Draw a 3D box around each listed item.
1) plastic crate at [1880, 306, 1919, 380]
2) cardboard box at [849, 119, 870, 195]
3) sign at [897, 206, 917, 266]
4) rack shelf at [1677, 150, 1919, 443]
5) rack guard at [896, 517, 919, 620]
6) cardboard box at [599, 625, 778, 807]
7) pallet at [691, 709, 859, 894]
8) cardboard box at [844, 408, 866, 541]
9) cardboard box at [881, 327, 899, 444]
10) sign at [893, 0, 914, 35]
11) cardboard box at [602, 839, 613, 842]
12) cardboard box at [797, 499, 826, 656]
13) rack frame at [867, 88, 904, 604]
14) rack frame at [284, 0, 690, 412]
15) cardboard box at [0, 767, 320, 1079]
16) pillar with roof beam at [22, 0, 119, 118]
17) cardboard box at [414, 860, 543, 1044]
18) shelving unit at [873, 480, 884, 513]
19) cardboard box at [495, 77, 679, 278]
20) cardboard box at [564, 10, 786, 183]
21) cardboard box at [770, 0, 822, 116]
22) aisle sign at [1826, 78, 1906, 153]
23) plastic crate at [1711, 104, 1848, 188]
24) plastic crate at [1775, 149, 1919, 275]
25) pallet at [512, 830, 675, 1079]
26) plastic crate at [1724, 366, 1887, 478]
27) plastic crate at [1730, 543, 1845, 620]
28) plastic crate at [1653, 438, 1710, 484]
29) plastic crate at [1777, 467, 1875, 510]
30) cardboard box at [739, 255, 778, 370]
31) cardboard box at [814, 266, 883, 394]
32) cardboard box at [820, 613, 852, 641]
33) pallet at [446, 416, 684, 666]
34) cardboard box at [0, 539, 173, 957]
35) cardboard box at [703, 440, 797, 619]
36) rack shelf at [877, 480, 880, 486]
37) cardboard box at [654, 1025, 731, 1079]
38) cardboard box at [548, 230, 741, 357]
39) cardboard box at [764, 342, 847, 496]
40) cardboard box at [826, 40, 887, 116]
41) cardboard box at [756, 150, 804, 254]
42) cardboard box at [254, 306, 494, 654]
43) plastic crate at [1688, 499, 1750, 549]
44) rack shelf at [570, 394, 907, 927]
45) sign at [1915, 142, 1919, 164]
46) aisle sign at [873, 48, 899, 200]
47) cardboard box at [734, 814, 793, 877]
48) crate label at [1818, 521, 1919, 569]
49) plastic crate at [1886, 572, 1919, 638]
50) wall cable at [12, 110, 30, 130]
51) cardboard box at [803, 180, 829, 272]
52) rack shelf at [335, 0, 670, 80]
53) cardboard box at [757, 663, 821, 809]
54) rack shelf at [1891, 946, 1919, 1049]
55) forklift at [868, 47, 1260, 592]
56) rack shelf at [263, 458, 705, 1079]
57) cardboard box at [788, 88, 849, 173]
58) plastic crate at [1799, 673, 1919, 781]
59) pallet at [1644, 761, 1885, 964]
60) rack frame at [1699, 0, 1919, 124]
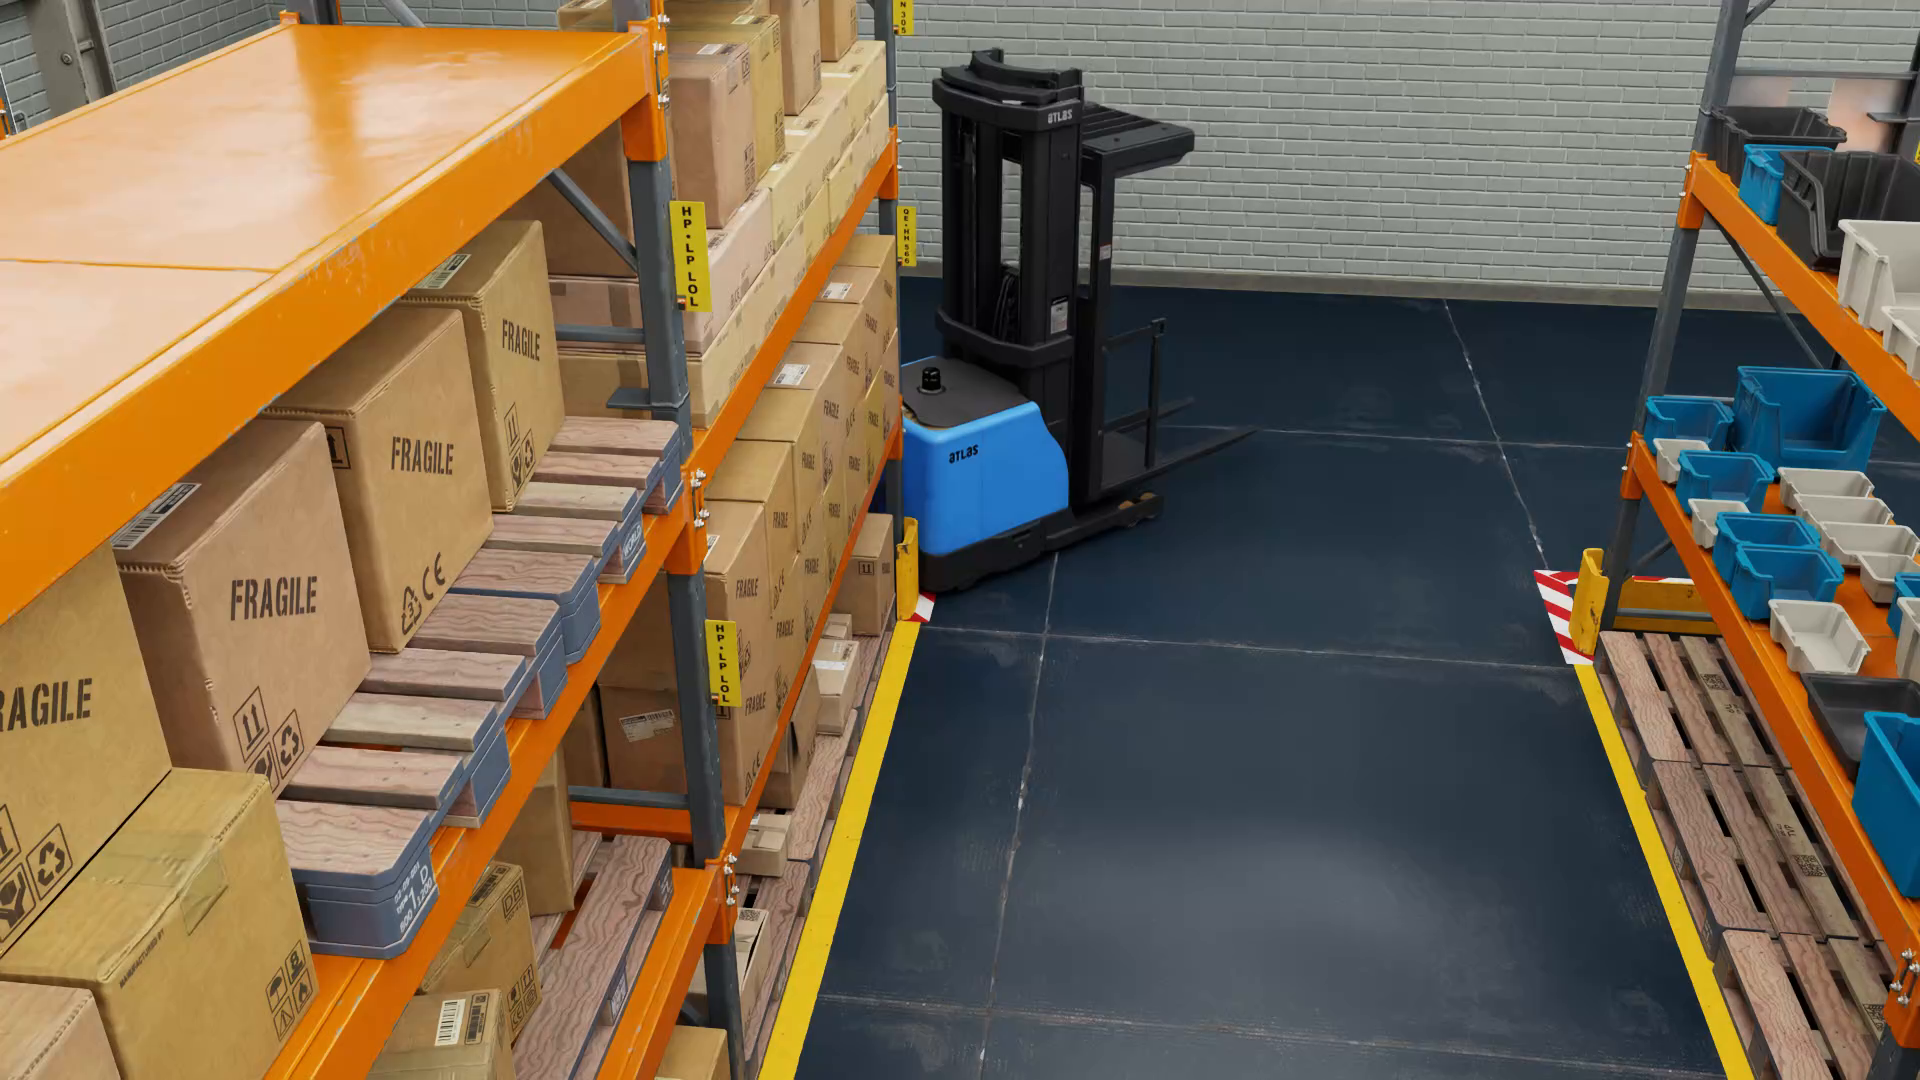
[{"bbox_3d":[3.373,-0.653,5.707,0.293,0.136,0.466,3,28,6],"label":"plastic crate"},{"bbox_3d":[-0.704,-1.763,7.648,0.500,0.250,0.500,3,28,6],"label":"cardboard box"},{"bbox_3d":[-0.282,-1.608,8.810,0.100,0.325,0.005,3,28,6],"label":"sign"},{"bbox_3d":[3.840,-0.773,6.411,1.077,0.370,4.000,3,28,6],"label":"rack shelf"},{"bbox_3d":[-0.840,0.136,9.763,1.175,0.500,0.348,3,28,6],"label":"rack guard"},{"bbox_3d":[-0.988,0.614,6.134,0.500,0.500,0.500,4,29,8],"label":"cardboard box"},{"bbox_3d":[-1.089,1.211,8.072,1.003,0.211,1.213,3,28,6],"label":"pallet"},{"bbox_3d":[-0.742,-0.339,7.903,0.500,0.500,0.500,4,29,7],"label":"cardboard box"},{"bbox_3d":[-0.615,-0.818,8.792,0.500,0.500,0.500,4,29,8],"label":"cardboard box"},{"bbox_3d":[-0.282,-2.669,8.238,0.100,0.325,0.005,3,28,6],"label":"sign"},{"bbox_3d":[-1.532,1.505,6.758,0.500,0.500,0.500,3,28,6],"label":"cardboard box"},{"bbox_3d":[-0.865,0.138,7.018,0.500,0.500,0.500,3,28,6],"label":"cardboard box"},{"bbox_3d":[-0.831,-1.000,9.236,1.000,3.000,0.127,3,28,6],"label":"rack frame"},{"bbox_3d":[-1.321,-1.759,4.319,1.000,3.000,0.127,3,28,6],"label":"rack frame"},{"bbox_3d":[-1.665,0.709,2.796,0.910,0.500,0.500,3,28,6],"label":"cardboard box"},{"bbox_3d":[-2.002,-4.999,10.333,9.100,9.000,0.400,3,28,6],"label":"pillar with roof beam"},{"bbox_3d":[-1.622,1.191,4.621,0.700,0.500,0.500,8,29,14],"label":"cardboard box"},{"bbox_3d":[-0.982,-0.479,9.863,1.048,1.500,0.538,15,35,20],"label":"shelving unit"},{"bbox_3d":[-1.299,-1.153,5.198,0.700,0.500,0.500,3,28,6],"label":"cardboard box"},{"bbox_3d":[-1.042,-1.616,6.057,0.700,0.500,0.500,3,28,6],"label":"cardboard box"},{"bbox_3d":[-0.977,-2.090,6.937,0.700,0.500,0.500,3,28,6],"label":"cardboard box"},{"bbox_3d":[4.385,-1.872,8.114,0.394,0.787,0.004,3,28,6],"label":"aisle sign"},{"bbox_3d":[3.761,-1.809,7.712,0.497,0.269,0.590,3,28,6],"label":"plastic crate"},{"bbox_3d":[3.625,-1.301,6.697,0.504,0.338,0.767,3,28,6],"label":"plastic crate"},{"bbox_3d":[-1.527,1.337,5.101,1.003,0.211,1.213,3,28,6],"label":"pallet"},{"bbox_3d":[4.229,-0.584,8.364,0.616,0.435,0.499,3,28,6],"label":"plastic crate"},{"bbox_3d":[3.530,0.195,7.131,0.416,0.233,0.300,3,28,6],"label":"plastic crate"},{"bbox_3d":[3.607,-0.378,8.296,0.250,0.136,0.298,3,28,6],"label":"plastic crate"},{"bbox_3d":[4.165,-0.227,8.015,0.396,0.136,0.243,3,28,6],"label":"plastic crate"},{"bbox_3d":[-0.950,-0.822,5.900,0.500,0.250,0.500,3,28,6],"label":"cardboard box"},{"bbox_3d":[-0.673,-1.021,8.116,0.500,0.500,0.500,4,29,8],"label":"cardboard box"},{"bbox_3d":[-0.792,0.509,8.958,0.380,0.166,0.250,3,28,6],"label":"cardboard box"},{"bbox_3d":[-1.470,-0.052,4.512,1.213,0.211,1.003,3,28,6],"label":"pallet"},{"bbox_3d":[-1.626,0.275,2.546,0.500,0.500,0.500,3,28,6],"label":"cardboard box"},{"bbox_3d":[-0.921,-0.050,6.313,0.500,0.500,0.500,2,28,5],"label":"cardboard box"},{"bbox_3d":[-0.984,-0.328,9.961,1.000,0.185,0.538,15,35,20],"label":"rack shelf"},{"bbox_3d":[-1.097,2.038,5.768,0.500,0.500,0.500,3,28,6],"label":"cardboard box"},{"bbox_3d":[-1.014,-0.807,5.345,0.500,0.250,0.500,3,28,6],"label":"cardboard box"},{"bbox_3d":[-0.795,-0.535,7.213,0.500,0.500,0.500,4,29,8],"label":"cardboard box"},{"bbox_3d":[-0.640,-2.218,7.966,0.500,0.250,0.500,3,28,6],"label":"cardboard box"},{"bbox_3d":[-0.882,-1.277,6.218,0.500,0.250,0.500,3,28,6],"label":"cardboard box"},{"bbox_3d":[-1.515,-0.162,3.864,0.600,0.600,0.600,3,28,6],"label":"cardboard box"},{"bbox_3d":[3.523,-0.059,7.703,0.250,0.136,0.298,3,28,6],"label":"plastic crate"},{"bbox_3d":[-1.076,0.258,7.660,1.077,0.370,4.000,3,28,6],"label":"rack shelf"},{"bbox_3d":[4.633,-1.961,7.967,0.100,0.325,0.005,3,28,6],"label":"sign"},{"bbox_3d":[-0.518,-2.159,8.646,0.394,0.787,0.004,3,28,6],"label":"aisle sign"},{"bbox_3d":[-0.958,1.343,7.409,0.380,0.166,0.250,3,28,6],"label":"cardboard box"},{"bbox_3d":[4.105,0.041,7.517,0.396,0.136,0.243,3,28,6],"label":"crate label"},{"bbox_3d":[4.088,0.318,6.902,0.416,0.233,0.300,3,28,6],"label":"plastic crate"},{"bbox_3d":[-6.529,-2.392,10.747,0.084,1.984,1.851,3,28,6],"label":"wall cable"},{"bbox_3d":[-0.830,-1.293,6.774,0.500,0.250,0.500,3,28,6],"label":"cardboard box"},{"bbox_3d":[-1.076,-2.382,6.238,1.077,0.370,4.000,3,28,6],"label":"rack shelf"},{"bbox_3d":[-1.096,0.903,7.871,0.797,0.503,0.637,3,28,6],"label":"cardboard box"},{"bbox_3d":[3.350,2.430,3.627,1.077,0.370,4.000,3,28,6],"label":"rack shelf"},{"bbox_3d":[0.697,-1.546,10.321,3.031,2.935,1.130,-21,35,-34],"label":"forklift"},{"bbox_3d":[-1.566,0.820,3.453,1.077,0.370,4.000,3,28,6],"label":"rack shelf"},{"bbox_3d":[-0.766,-1.748,7.092,0.500,0.250,0.500,3,28,6],"label":"cardboard box"},{"bbox_3d":[3.465,0.724,6.262,0.437,0.125,0.590,3,28,6],"label":"plastic crate"},{"bbox_3d":[3.794,1.475,7.581,1.003,0.211,1.213,3,28,6],"label":"pallet"},{"bbox_3d":[4.085,-3.352,7.276,1.000,3.000,0.127,3,28,6],"label":"rack frame"}]
